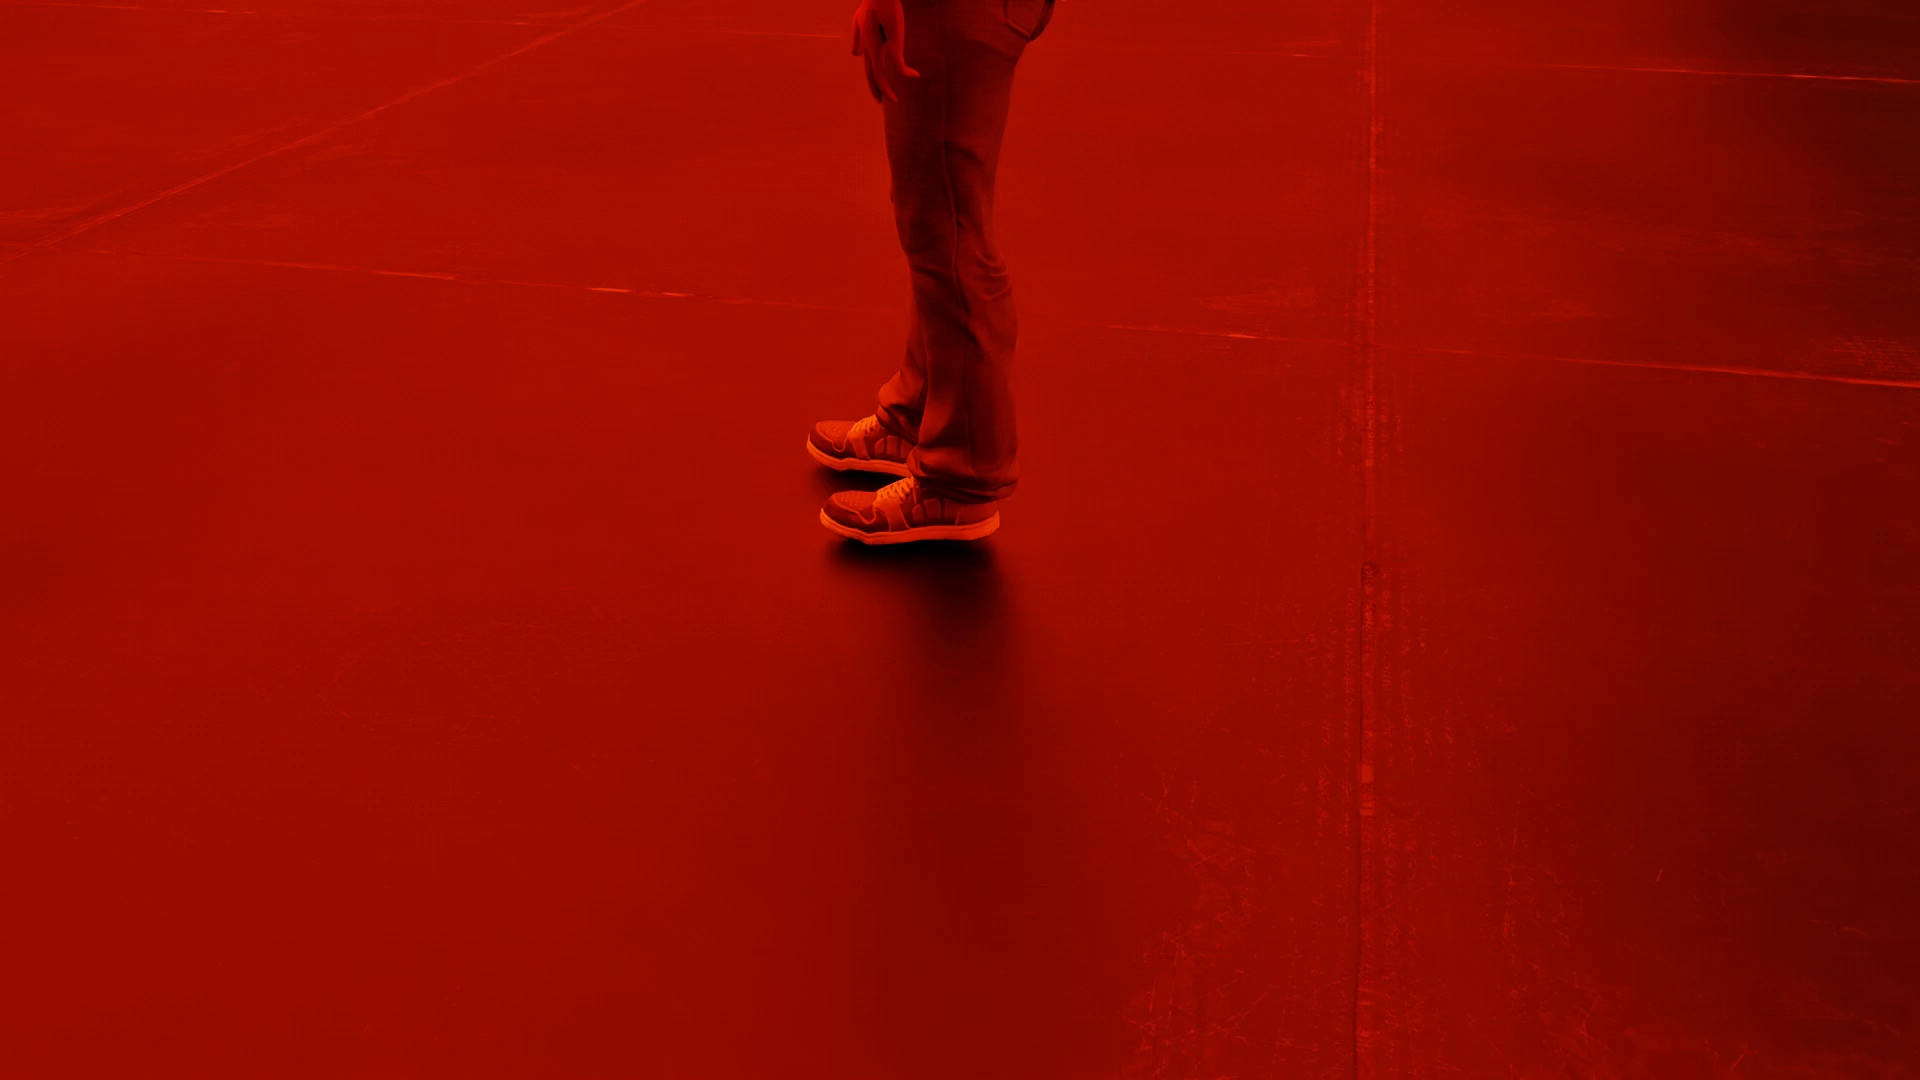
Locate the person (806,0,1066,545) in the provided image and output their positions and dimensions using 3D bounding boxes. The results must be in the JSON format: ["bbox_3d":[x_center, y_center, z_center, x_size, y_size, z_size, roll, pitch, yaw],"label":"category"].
[{"bbox_3d":[-0.069,-0.726,2.167,0.475,1.582,0.521,6,27,11],"label":"person"}]
